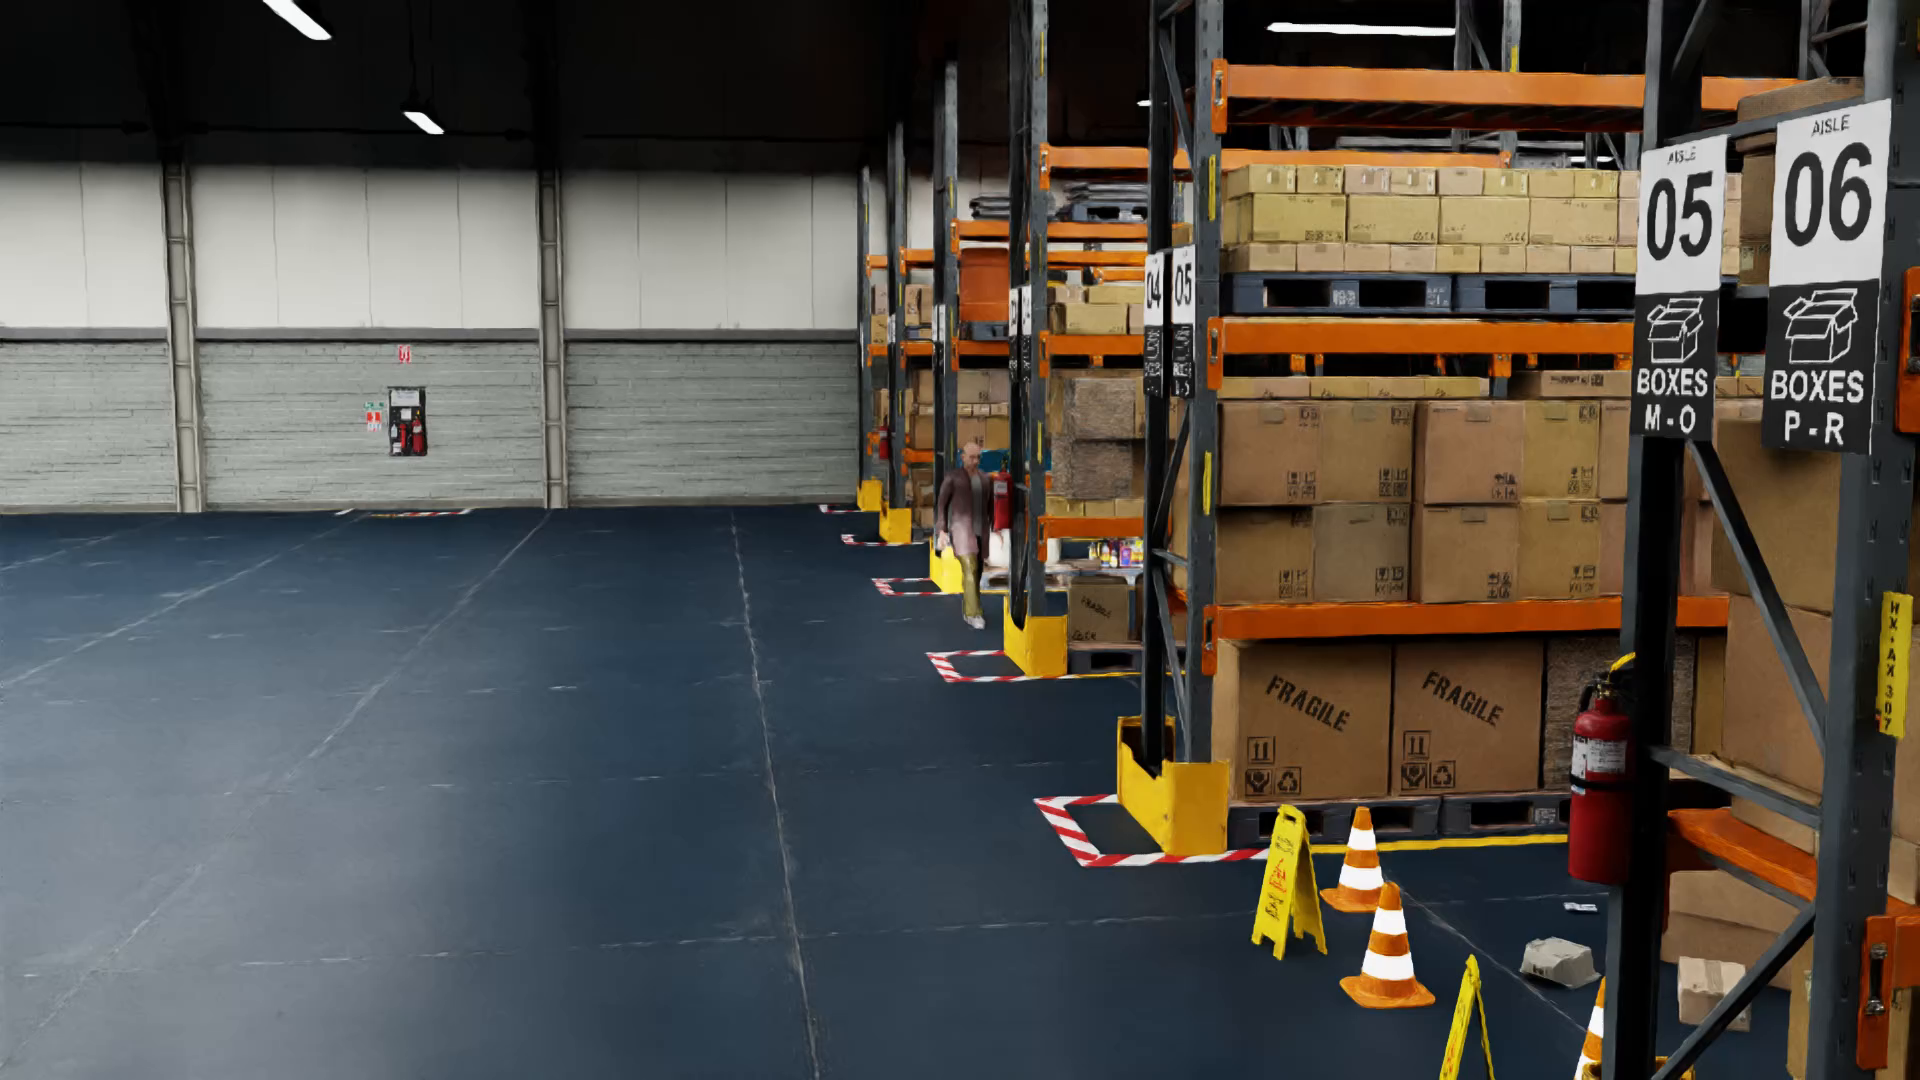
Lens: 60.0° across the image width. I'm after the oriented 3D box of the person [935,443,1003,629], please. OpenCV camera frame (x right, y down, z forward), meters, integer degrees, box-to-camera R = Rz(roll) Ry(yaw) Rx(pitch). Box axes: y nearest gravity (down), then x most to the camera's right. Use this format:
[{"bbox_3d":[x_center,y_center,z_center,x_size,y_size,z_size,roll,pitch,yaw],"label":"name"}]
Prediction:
[{"bbox_3d":[0.165,-0.052,16.155,0.690,1.779,0.662,-5,8,-36],"label":"person"}]
